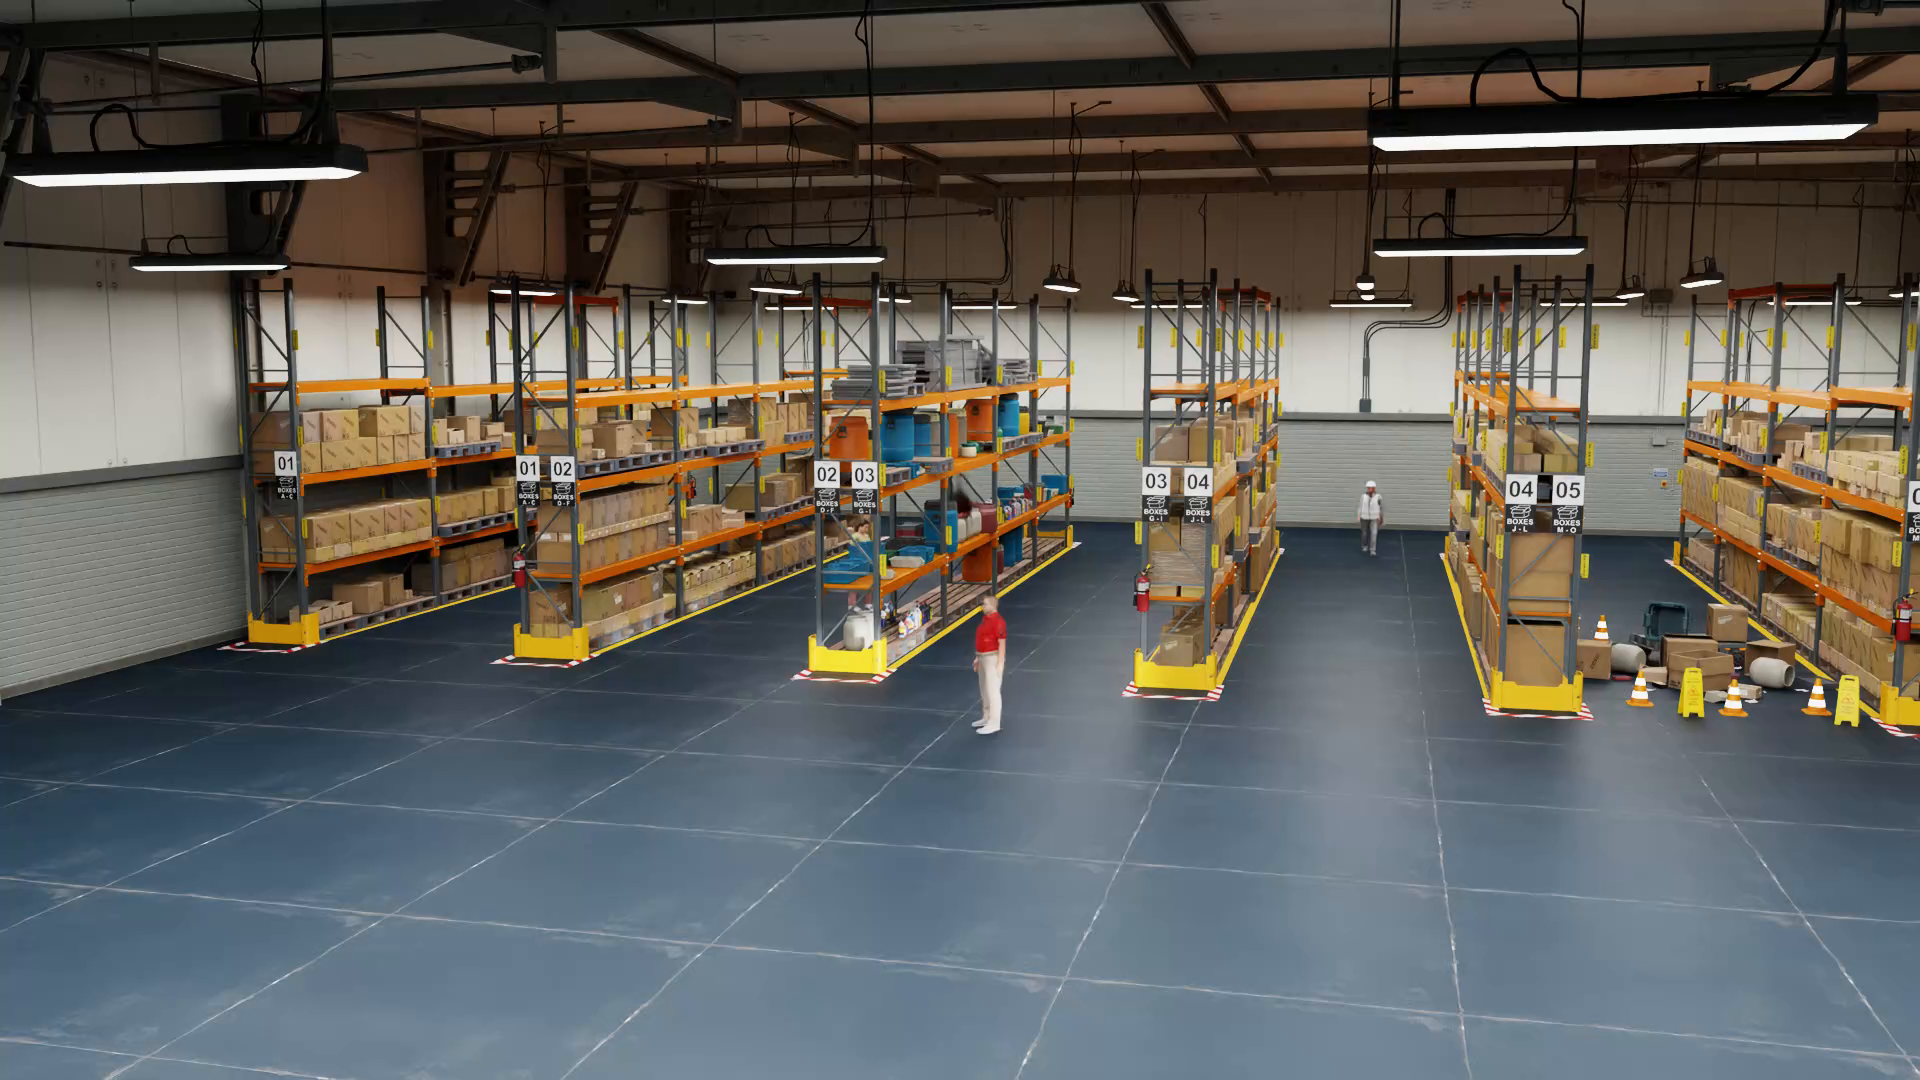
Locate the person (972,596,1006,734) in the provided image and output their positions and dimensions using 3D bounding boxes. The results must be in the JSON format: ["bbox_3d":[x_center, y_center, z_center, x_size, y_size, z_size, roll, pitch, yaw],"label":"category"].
[{"bbox_3d":[0.340,1.587,21.448,0.418,1.747,0.571,-3,7,-21],"label":"person"}]

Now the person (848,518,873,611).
[{"bbox_3d":[-1.792,0.441,30.327,0.380,1.676,0.527,6,9,42],"label":"person"}]

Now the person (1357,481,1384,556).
[{"bbox_3d":[9.578,-0.510,38.797,0.619,1.736,0.988,1,7,11],"label":"person"}]
